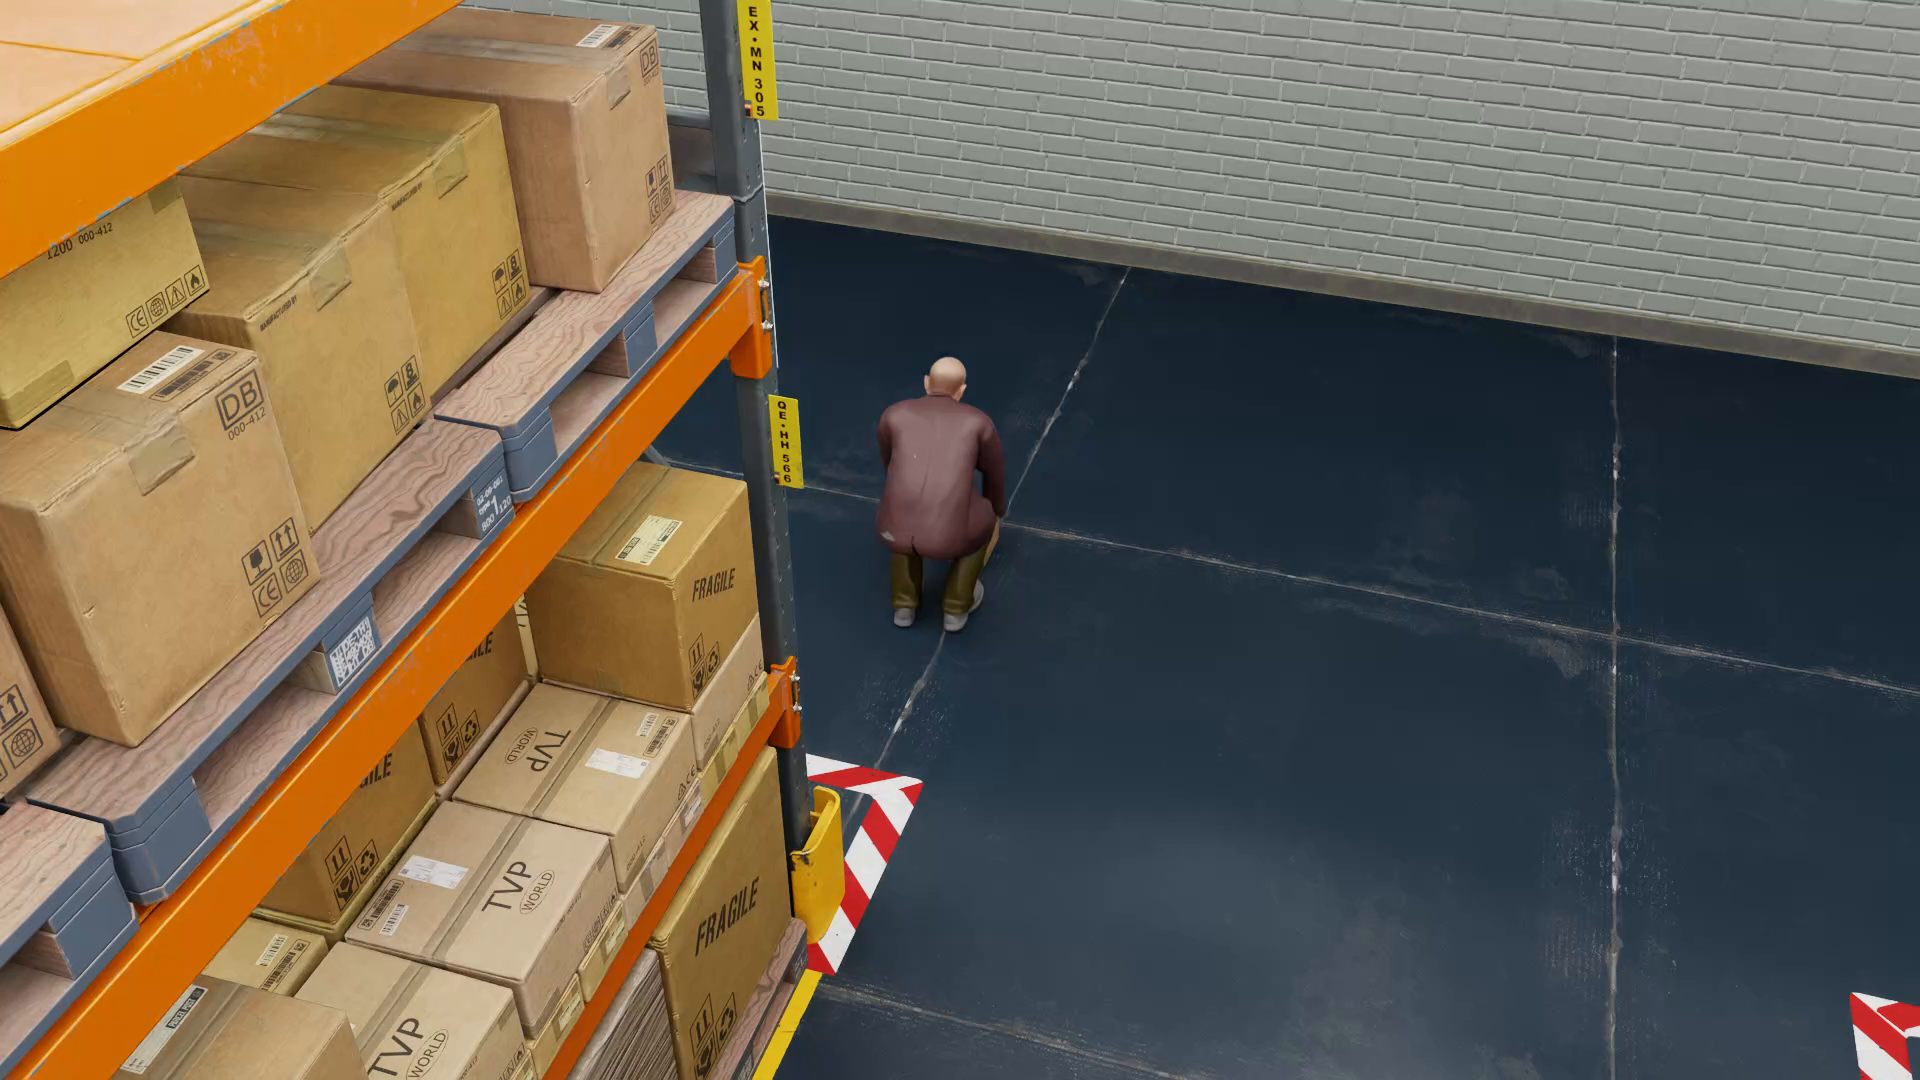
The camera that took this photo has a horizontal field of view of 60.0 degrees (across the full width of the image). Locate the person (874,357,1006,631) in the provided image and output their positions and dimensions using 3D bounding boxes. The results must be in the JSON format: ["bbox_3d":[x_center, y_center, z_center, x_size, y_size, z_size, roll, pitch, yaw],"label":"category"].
[{"bbox_3d":[-0.119,-0.177,7.675,0.620,1.146,0.843,11,38,14],"label":"person"}]
